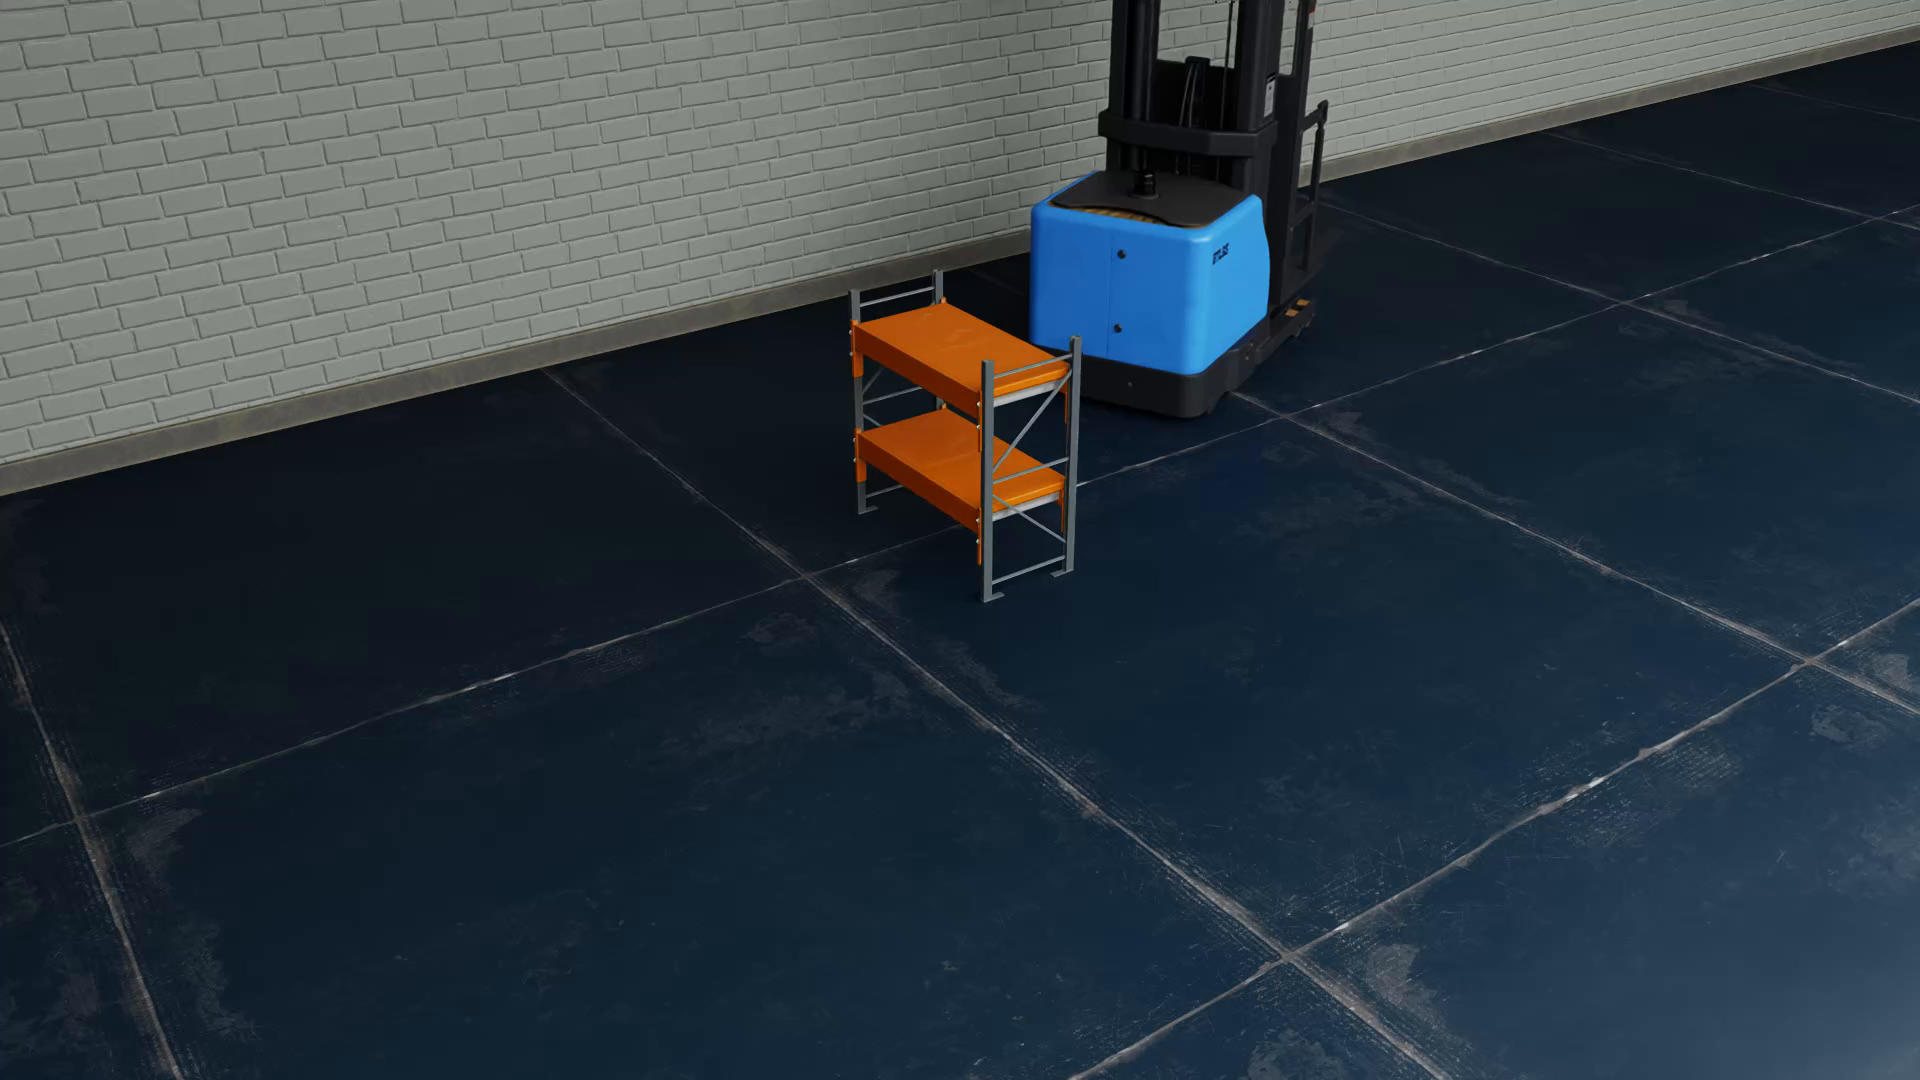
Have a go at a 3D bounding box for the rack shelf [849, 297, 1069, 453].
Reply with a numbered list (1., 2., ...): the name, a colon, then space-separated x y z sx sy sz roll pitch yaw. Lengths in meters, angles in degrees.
1. rack shelf: 0.004 -0.749 7.337 0.538 0.278 1.000 -19 34 -31

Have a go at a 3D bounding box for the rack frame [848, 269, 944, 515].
1. rack frame: -0.291 -0.689 7.841 0.500 1.125 0.032 -19 34 -31

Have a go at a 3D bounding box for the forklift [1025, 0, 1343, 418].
1. forklift: 1.519 -2.603 9.473 1.130 2.935 3.031 15 32 25

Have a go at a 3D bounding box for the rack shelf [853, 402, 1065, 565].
1. rack shelf: 0.004 -0.277 7.593 0.538 0.278 1.000 -19 34 -31

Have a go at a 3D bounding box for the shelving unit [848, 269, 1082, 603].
1. shelving unit: 0.004 -0.492 7.477 0.538 1.125 1.048 -19 34 -31

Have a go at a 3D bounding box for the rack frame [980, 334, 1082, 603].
1. rack frame: 0.299 -0.294 7.113 0.500 1.125 0.032 -19 34 -31
